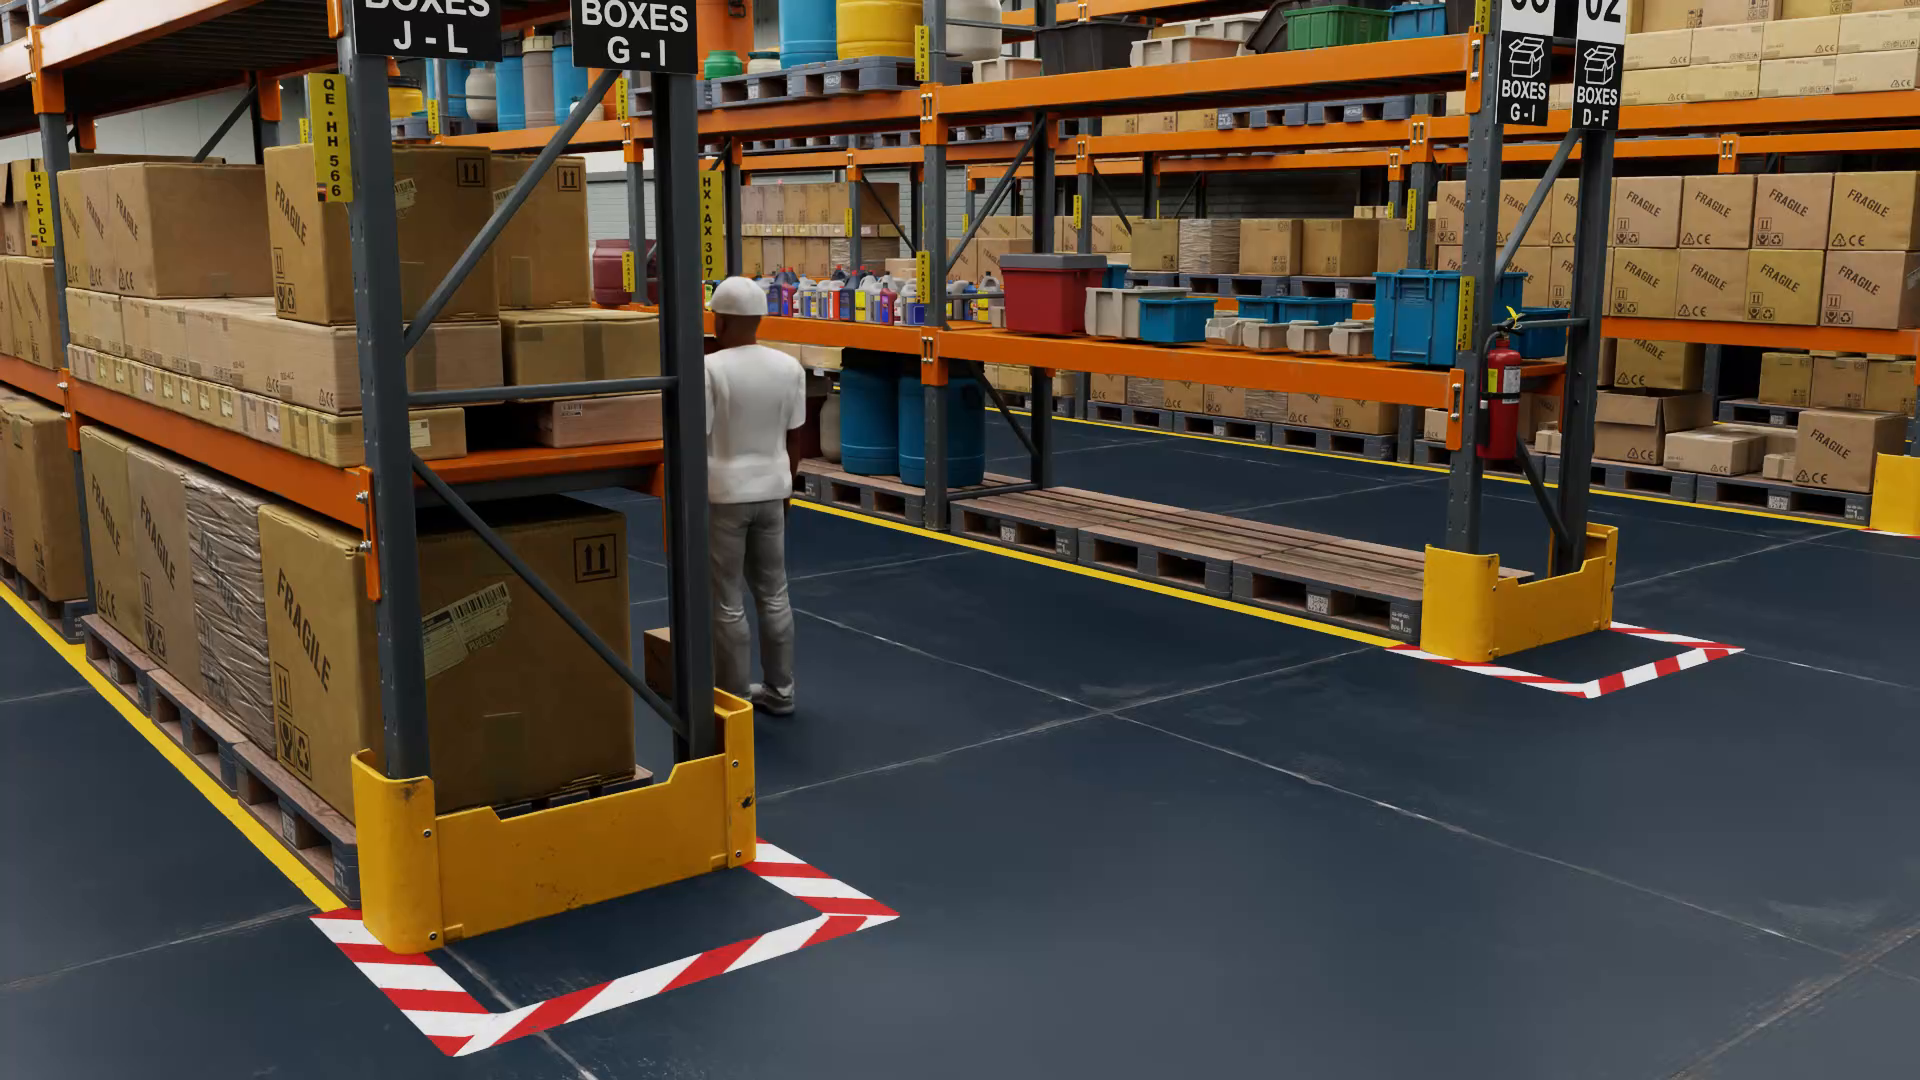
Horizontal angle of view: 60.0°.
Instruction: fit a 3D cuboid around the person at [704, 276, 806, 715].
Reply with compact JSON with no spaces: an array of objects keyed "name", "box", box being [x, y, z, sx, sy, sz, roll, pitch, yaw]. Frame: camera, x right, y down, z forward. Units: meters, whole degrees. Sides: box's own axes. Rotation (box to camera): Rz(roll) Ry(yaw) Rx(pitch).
[{"name":"person","box":[-0.887,-0.158,6.643,0.563,1.768,0.363,-8,13,-36]}]
